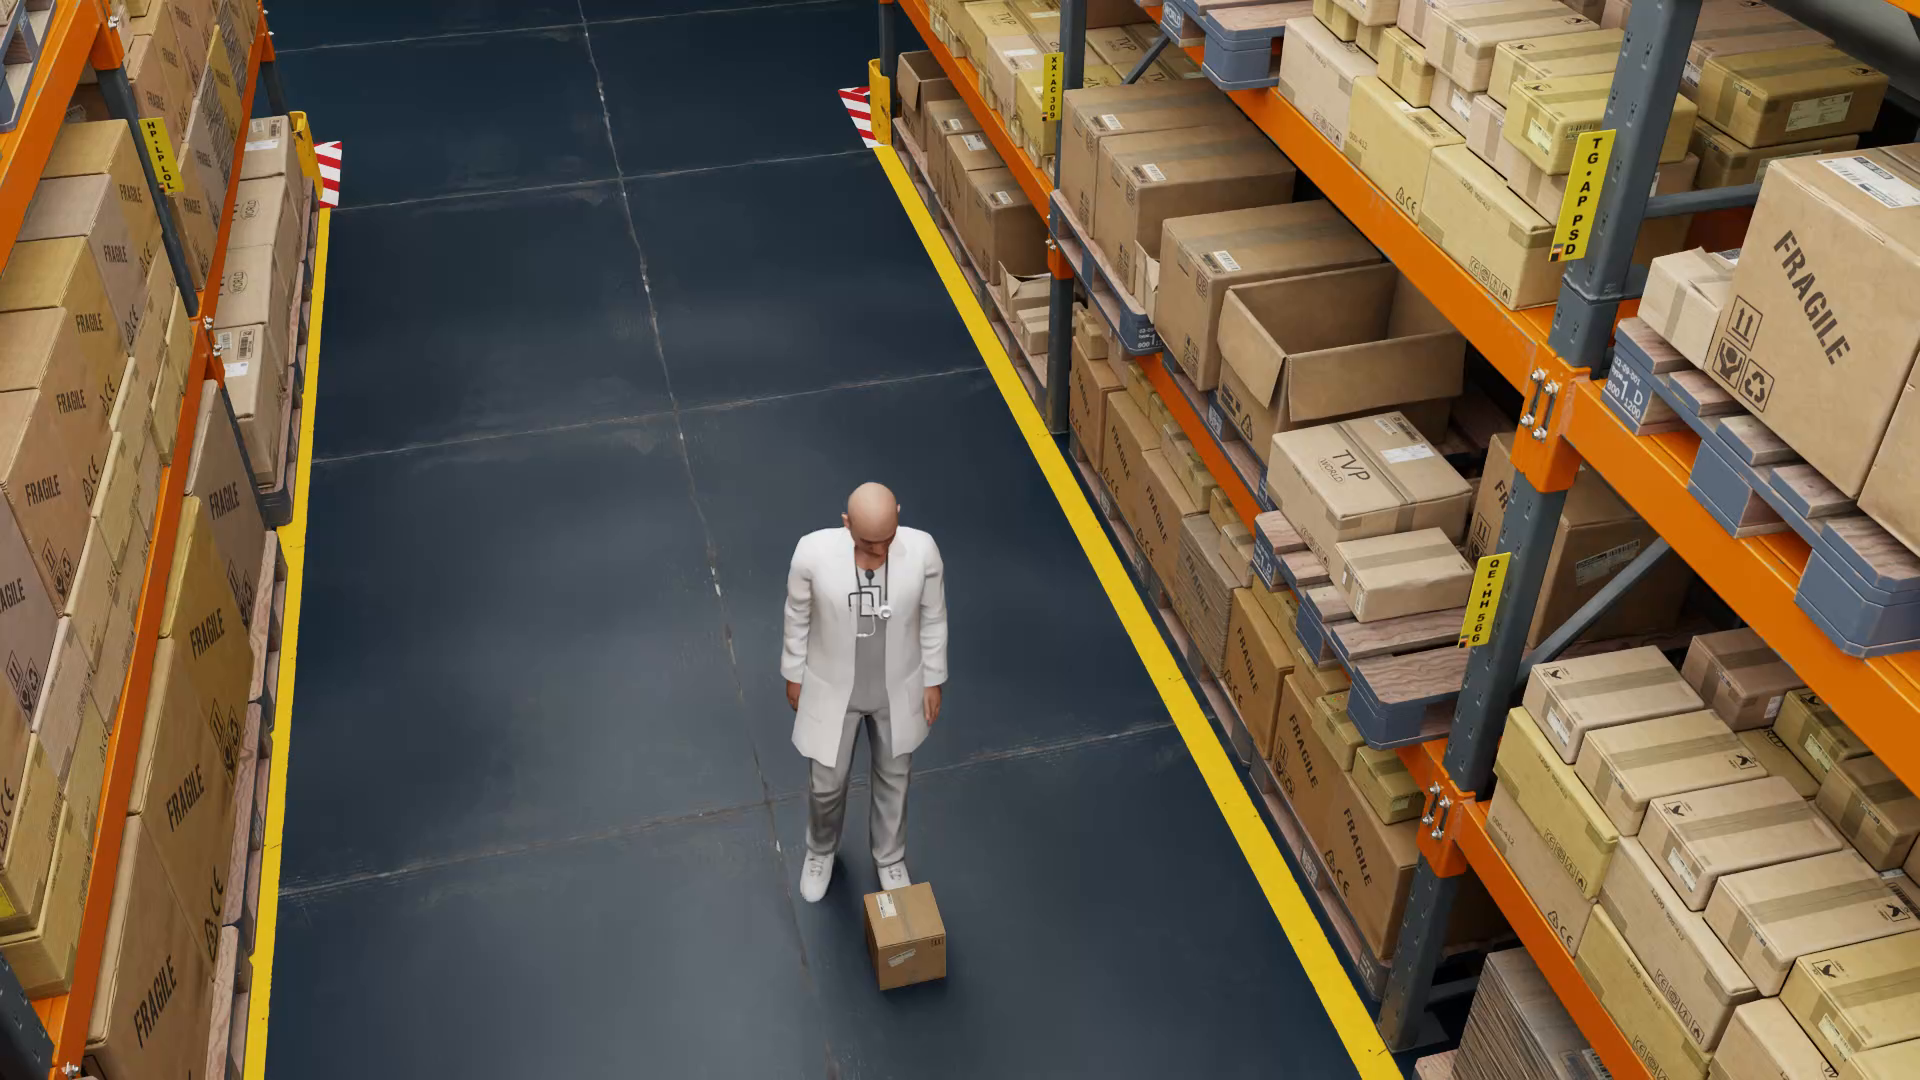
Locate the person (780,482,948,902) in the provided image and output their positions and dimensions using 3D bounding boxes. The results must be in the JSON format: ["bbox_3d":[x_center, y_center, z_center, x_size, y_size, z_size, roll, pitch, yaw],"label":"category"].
[{"bbox_3d":[-0.323,0.599,5.961,0.612,1.827,0.497,-7,38,-9],"label":"person"}]
